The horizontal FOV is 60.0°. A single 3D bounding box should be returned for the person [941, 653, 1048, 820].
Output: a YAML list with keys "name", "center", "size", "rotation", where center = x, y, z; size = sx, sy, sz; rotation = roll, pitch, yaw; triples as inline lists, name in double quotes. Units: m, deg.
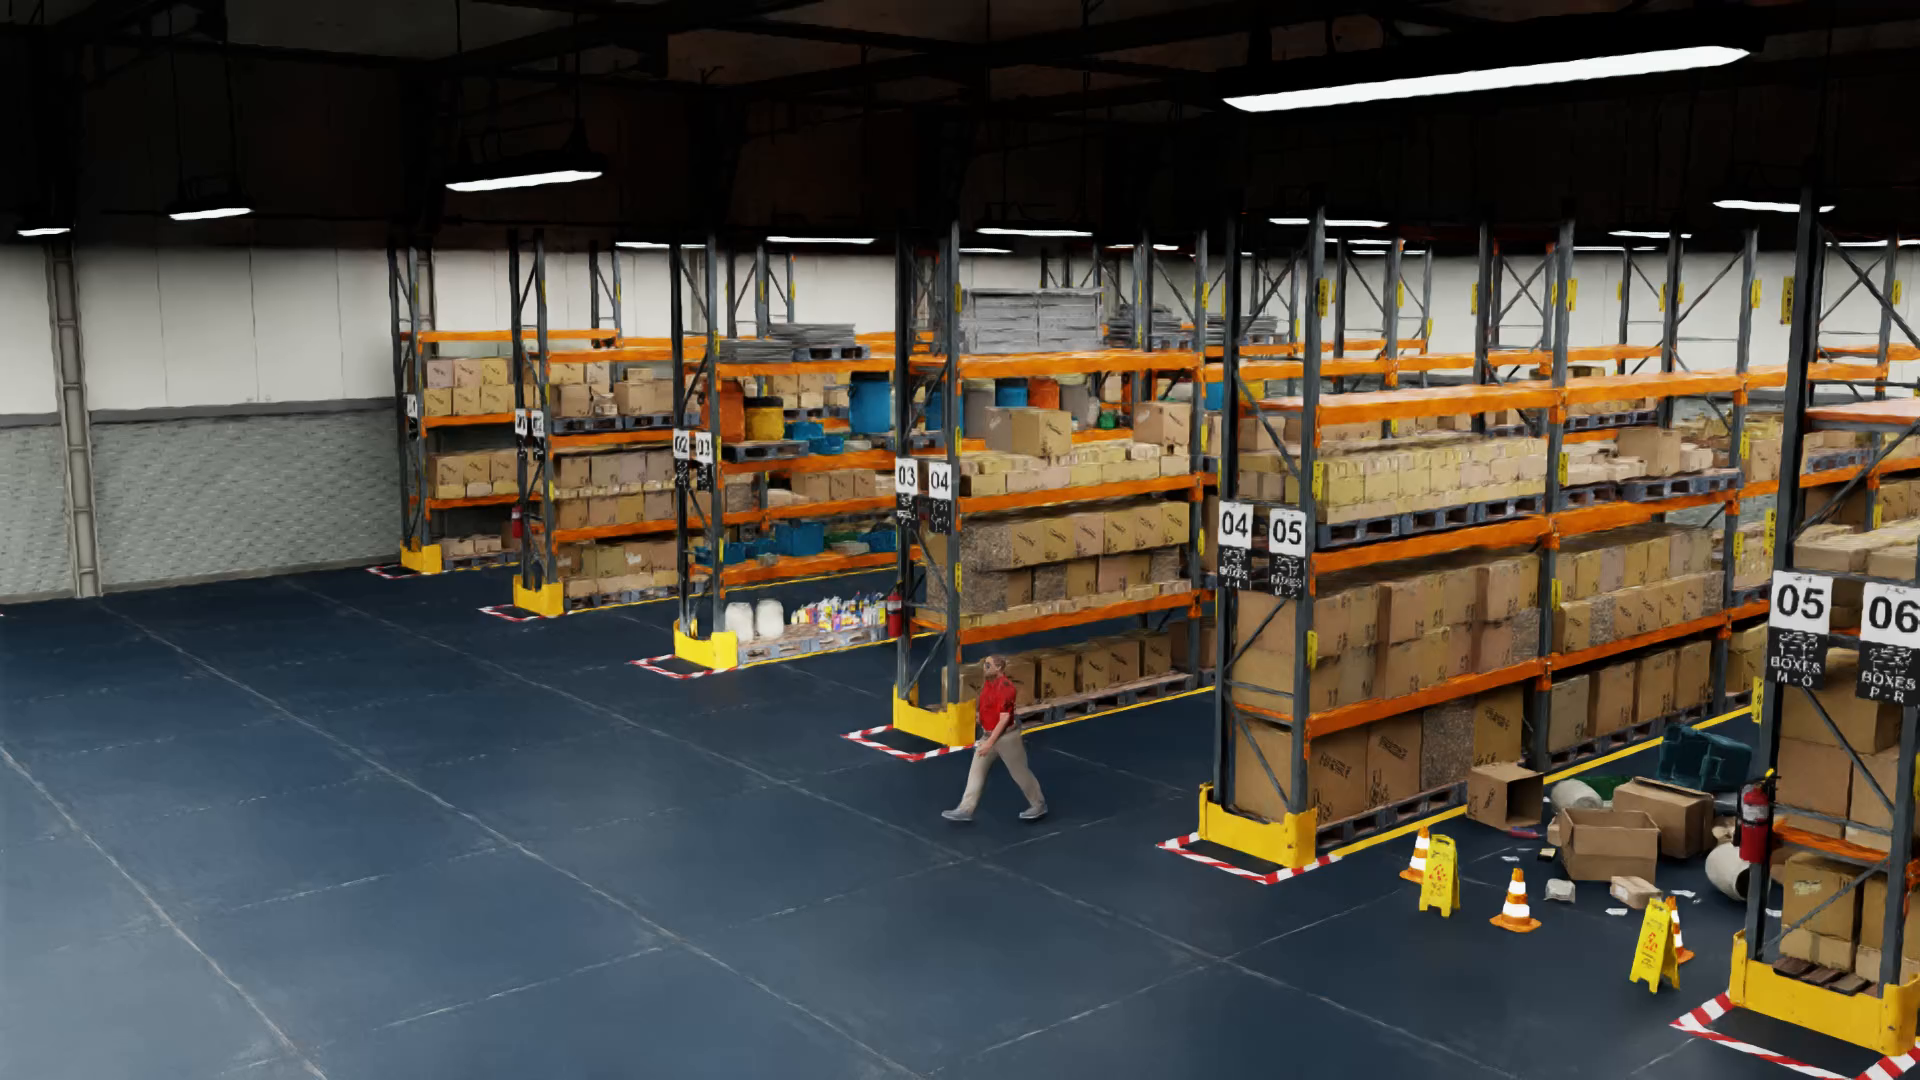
- name: "person"
  center: [0.360, 1.894, 15.958]
  size: [1.041, 1.657, 0.534]
  rotation: [-5, 10, -30]

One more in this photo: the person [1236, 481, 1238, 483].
- name: "person"
  center: [5.599, -0.833, 33.444]
  size: [0.644, 1.719, 0.569]
  rotation: [-4, 10, -24]

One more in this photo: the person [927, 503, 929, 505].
- name: "person"
  center: [-0.497, -0.894, 33.989]
  size: [0.409, 1.676, 0.532]
  rotation: [3, 9, 19]
